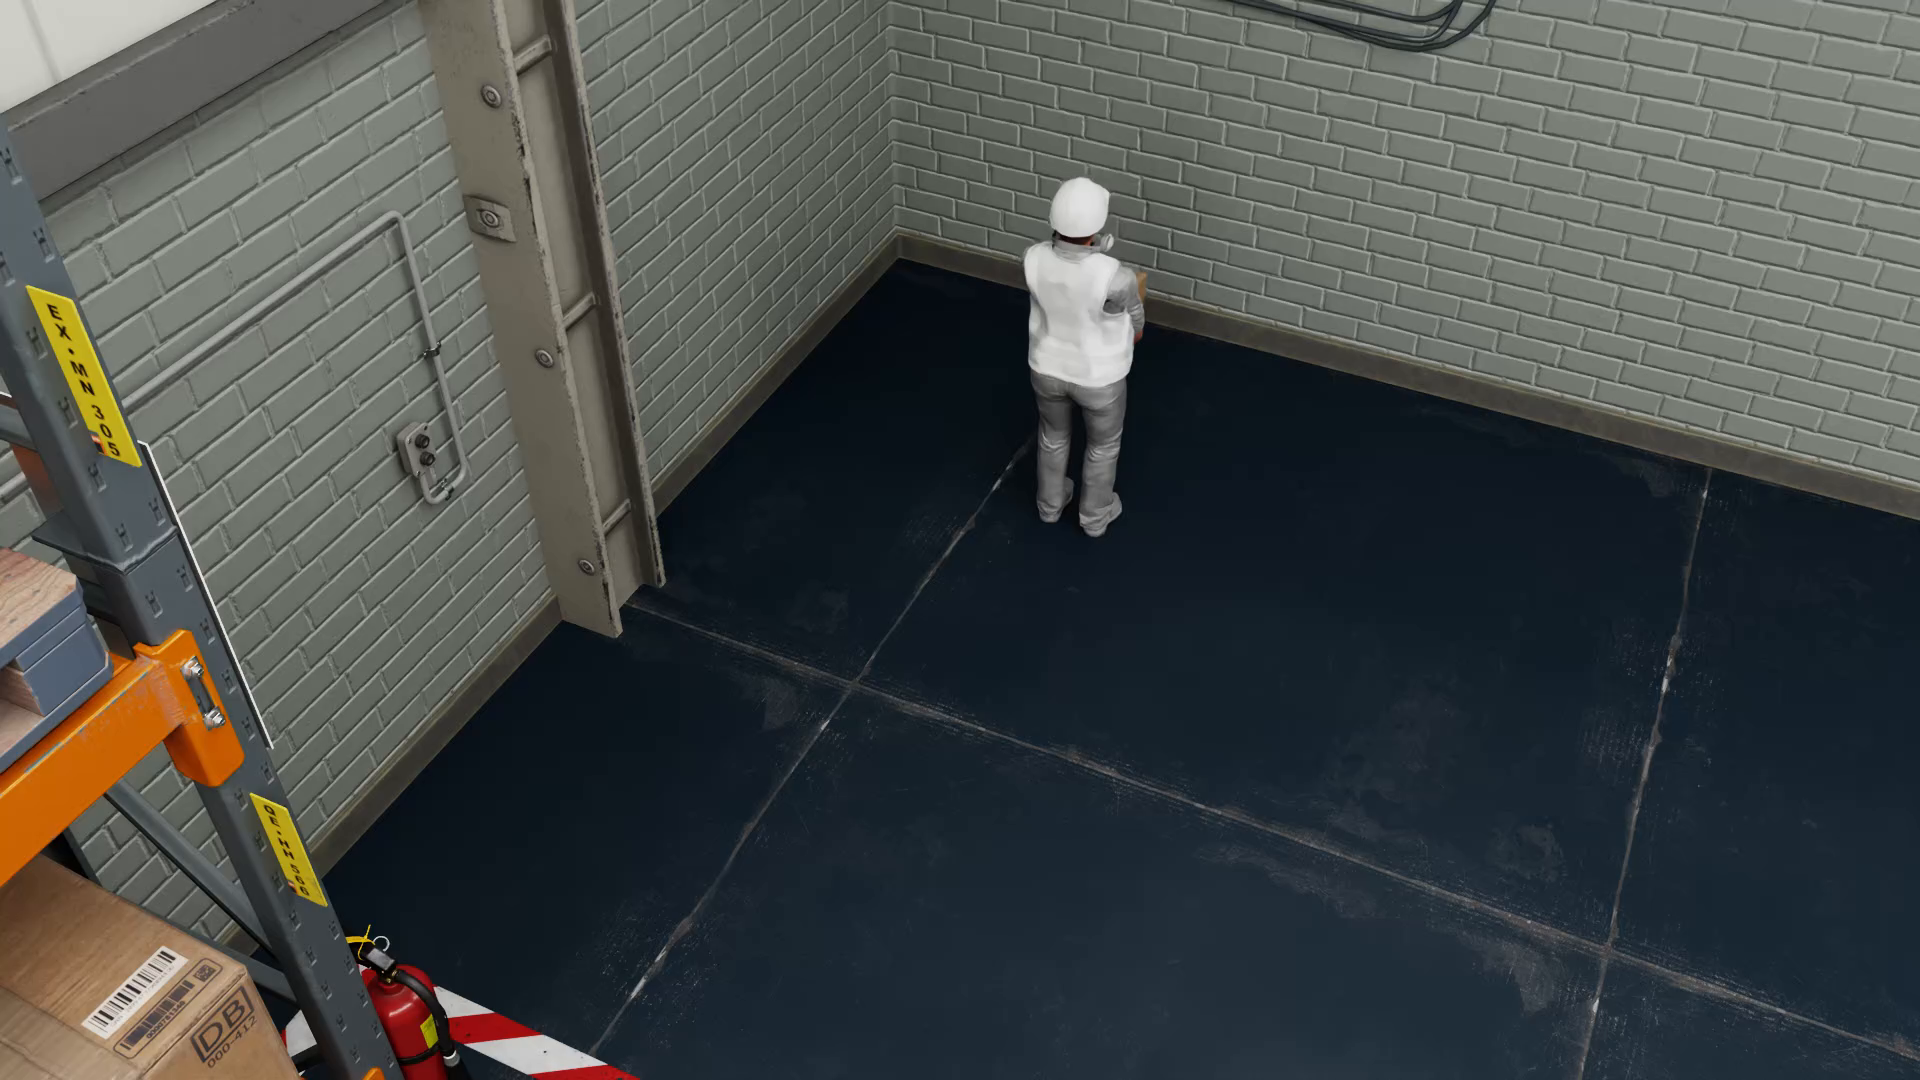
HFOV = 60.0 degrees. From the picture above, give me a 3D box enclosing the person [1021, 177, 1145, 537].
[{"bbox_3d":[0.527,-0.799,7.041,0.495,1.767,0.553,18,45,19],"label":"person"}]
